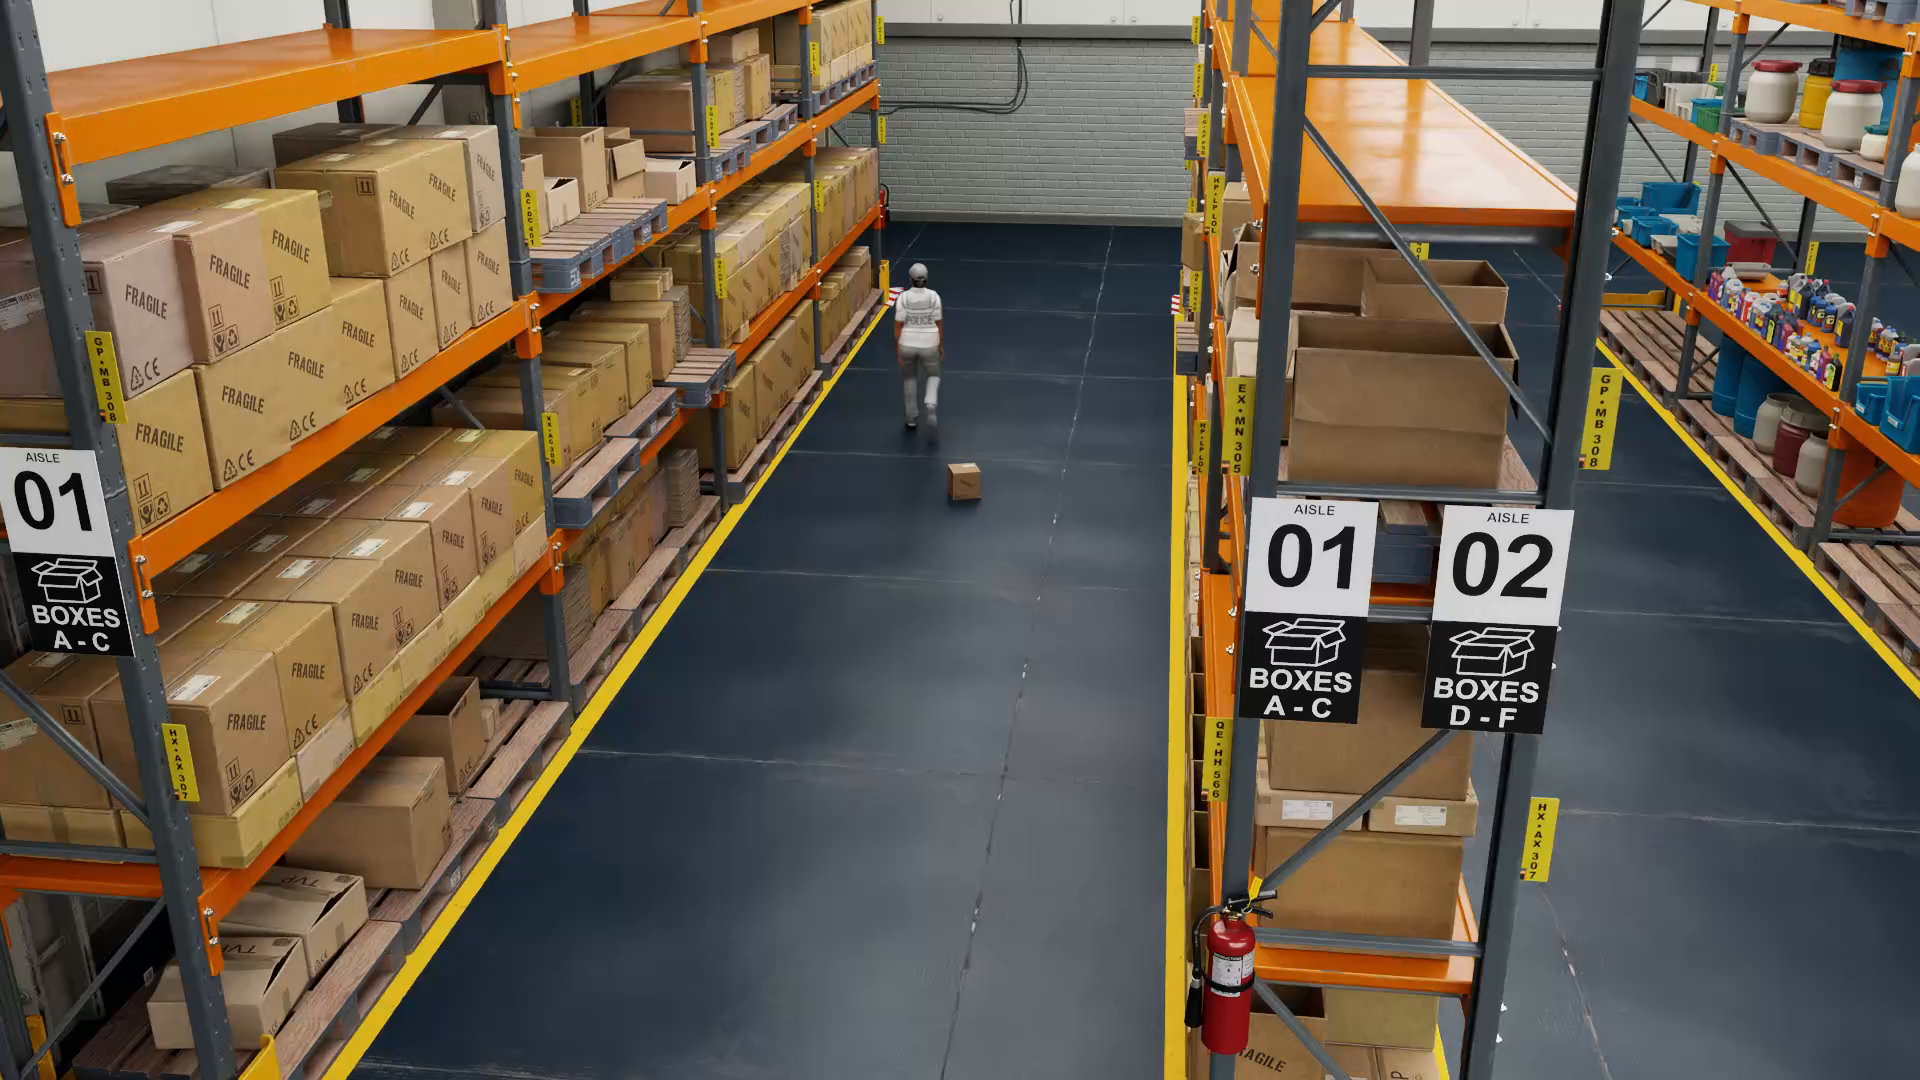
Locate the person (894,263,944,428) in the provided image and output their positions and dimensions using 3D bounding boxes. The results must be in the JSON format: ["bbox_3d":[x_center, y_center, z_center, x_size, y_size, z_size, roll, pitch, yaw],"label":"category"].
[{"bbox_3d":[-0.401,-1.887,16.265,0.483,1.648,0.591,0,21,-1],"label":"person"}]
